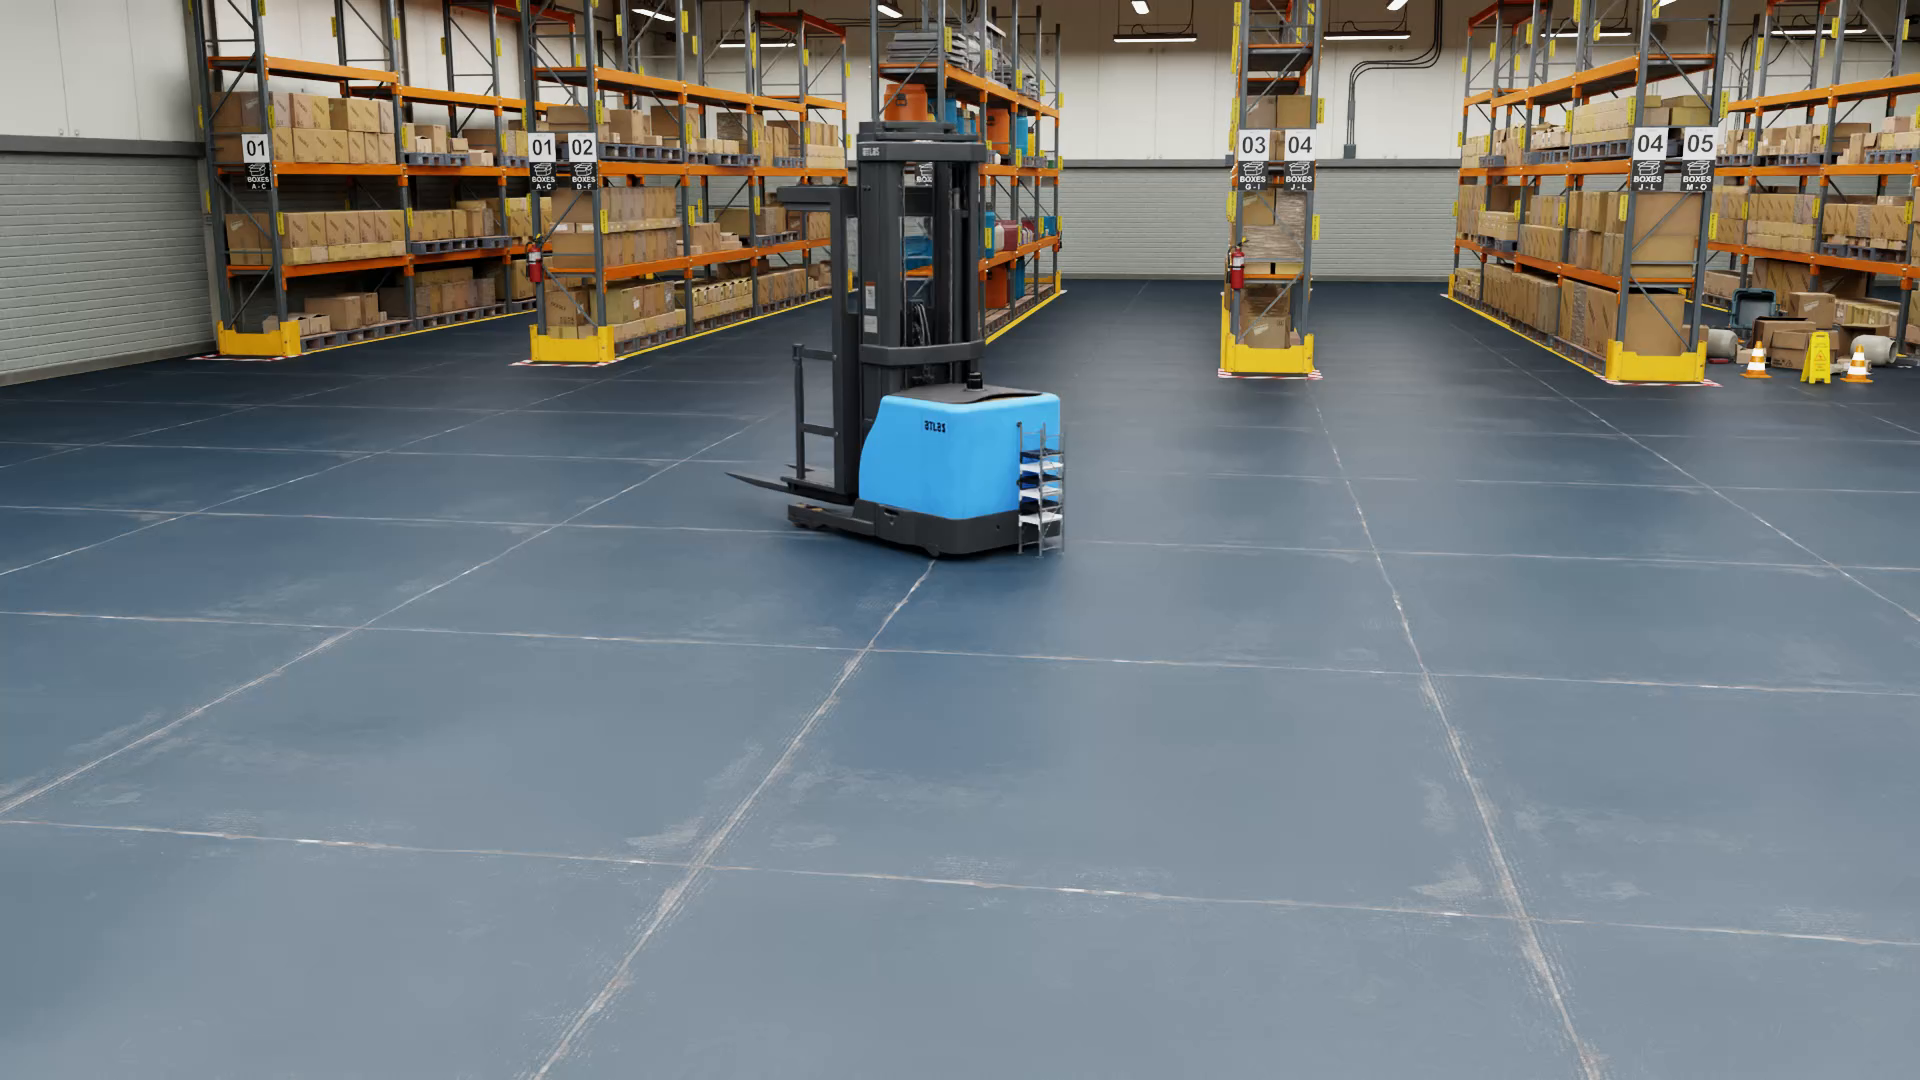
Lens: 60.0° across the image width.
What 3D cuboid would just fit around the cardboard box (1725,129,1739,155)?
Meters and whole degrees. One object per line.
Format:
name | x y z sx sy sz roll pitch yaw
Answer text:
cardboard box | 15.985 -8.118 33.953 0.500 0.500 0.500 2 12 10

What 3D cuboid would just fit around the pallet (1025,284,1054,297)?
pallet | 1.592 -5.712 37.997 1.003 0.211 1.213 2 12 9

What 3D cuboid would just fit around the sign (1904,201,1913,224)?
sign | 14.048 -4.849 24.626 0.100 0.325 0.005 2 12 9

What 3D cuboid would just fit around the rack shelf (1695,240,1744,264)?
rack shelf | 16.135 -5.996 34.403 1.077 0.370 4.000 2 12 9

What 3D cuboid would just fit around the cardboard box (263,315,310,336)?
cardboard box | -10.298 -3.278 25.420 0.500 0.311 0.500 0 12 2

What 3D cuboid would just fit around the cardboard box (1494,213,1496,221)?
cardboard box | 10.129 -5.997 30.889 0.380 0.149 0.250 2 12 11

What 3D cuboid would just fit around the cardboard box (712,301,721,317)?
cardboard box | -4.519 -4.060 29.243 0.500 0.250 0.500 1 12 7

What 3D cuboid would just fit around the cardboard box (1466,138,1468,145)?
cardboard box | 11.091 -8.569 35.737 0.380 0.149 0.250 2 12 9

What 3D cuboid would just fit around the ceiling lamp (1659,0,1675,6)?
ceiling lamp | 13.541 -11.614 30.671 0.800 3.185 2.000 2 12 9

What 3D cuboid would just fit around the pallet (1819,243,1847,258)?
pallet | 15.208 -4.853 27.847 1.213 0.211 1.003 2 12 9

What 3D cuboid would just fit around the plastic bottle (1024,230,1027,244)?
plastic bottle | 1.267 -6.079 33.374 0.152 0.276 0.135 2 12 9

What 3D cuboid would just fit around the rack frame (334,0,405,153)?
rack frame | -9.878 -8.001 27.760 1.000 3.000 0.127 2 12 9

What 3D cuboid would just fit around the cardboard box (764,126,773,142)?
cardboard box | -4.105 -7.963 33.233 0.600 0.600 0.600 1 12 6

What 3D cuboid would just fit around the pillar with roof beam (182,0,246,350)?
pillar with roof beam | -6.986 -7.203 24.055 9.100 9.000 0.400 2 12 9

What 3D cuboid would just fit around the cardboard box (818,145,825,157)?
cardboard box | -3.268 -8.512 36.422 0.500 0.250 0.500 2 12 9

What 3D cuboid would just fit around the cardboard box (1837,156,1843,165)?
cardboard box | 14.996 -6.382 27.963 0.380 0.149 0.250 2 12 9

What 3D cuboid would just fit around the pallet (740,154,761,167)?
pallet | -4.384 -6.971 30.549 1.213 0.211 1.003 2 12 11

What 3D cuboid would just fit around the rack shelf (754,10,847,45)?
rack shelf | -3.445 -11.196 36.404 1.077 0.370 4.000 2 12 9

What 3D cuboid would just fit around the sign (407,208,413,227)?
sign | -9.341 -5.476 28.226 0.100 0.325 0.005 2 12 9

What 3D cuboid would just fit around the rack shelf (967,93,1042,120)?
rack shelf | 0.834 -8.382 32.184 1.077 0.370 4.000 2 12 9

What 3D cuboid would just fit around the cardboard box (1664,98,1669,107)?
cardboard box | 9.559 -5.777 22.030 0.380 0.149 0.250 2 12 9

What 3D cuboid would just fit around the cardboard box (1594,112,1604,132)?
cardboard box | 9.108 -5.790 23.034 0.500 0.250 0.500 2 12 9

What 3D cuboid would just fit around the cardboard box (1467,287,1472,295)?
cardboard box | 10.804 -5.190 34.728 0.380 0.149 0.250 2 12 9

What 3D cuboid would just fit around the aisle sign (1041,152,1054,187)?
aisle sign | 2.057 -8.522 38.245 0.394 0.787 0.004 2 12 9

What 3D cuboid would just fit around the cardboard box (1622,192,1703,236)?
cardboard box | 9.171 -4.250 21.674 0.875 0.550 0.550 2 12 9

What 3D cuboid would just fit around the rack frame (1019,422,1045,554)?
rack frame | 0.499 -0.359 11.522 0.240 0.900 0.006 -10 16 -40

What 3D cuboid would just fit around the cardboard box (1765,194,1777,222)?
cardboard box | 15.345 -6.175 30.918 0.500 0.500 0.500 2 12 7

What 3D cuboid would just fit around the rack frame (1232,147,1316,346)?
rack frame | 4.190 -3.754 22.294 1.000 3.000 0.127 2 12 9

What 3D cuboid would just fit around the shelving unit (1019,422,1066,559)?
shelving unit | 0.566 -0.343 11.447 0.258 0.900 0.210 -10 16 -40

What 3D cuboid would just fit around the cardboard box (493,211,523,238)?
cardboard box | -8.935 -6.198 32.642 0.500 0.500 0.500 2 12 10

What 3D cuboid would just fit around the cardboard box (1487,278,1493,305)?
cardboard box | 10.466 -4.799 32.076 0.500 0.500 0.500 2 12 11

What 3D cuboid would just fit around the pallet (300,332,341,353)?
pallet | -10.322 -3.056 25.675 1.003 0.211 1.213 2 12 9

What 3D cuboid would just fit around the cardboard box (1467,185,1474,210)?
cardboard box | 10.957 -7.182 34.884 0.500 0.500 0.500 1 12 7

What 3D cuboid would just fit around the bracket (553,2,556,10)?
bracket | -8.980 -11.675 36.262 0.235 0.232 0.430 2 12 9

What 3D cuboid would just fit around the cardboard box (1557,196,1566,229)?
cardboard box | 9.838 -5.154 26.176 0.700 0.500 0.500 2 12 8

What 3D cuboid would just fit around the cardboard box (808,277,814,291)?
cardboard box | -3.474 -5.555 35.988 0.500 0.311 0.500 2 12 9

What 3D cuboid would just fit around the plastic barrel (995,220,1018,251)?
plastic barrel | 0.754 -5.540 30.258 0.600 0.536 0.708 2 12 9

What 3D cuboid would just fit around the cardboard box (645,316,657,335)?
cardboard box | -5.063 -3.354 25.966 0.500 0.250 0.500 2 12 9

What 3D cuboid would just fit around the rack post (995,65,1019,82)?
rack post | 0.597 -8.628 30.848 0.954 0.300 0.937 2 12 9

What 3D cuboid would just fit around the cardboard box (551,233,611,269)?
cardboard box | -5.513 -4.222 24.225 0.700 0.500 0.500 2 12 9

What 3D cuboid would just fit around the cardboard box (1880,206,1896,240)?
cardboard box | 14.517 -4.872 25.542 0.500 0.500 0.500 2 12 9

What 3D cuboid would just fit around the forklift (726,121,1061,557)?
forklift | -0.642 -1.568 12.310 1.130 2.935 3.031 -11 16 -41

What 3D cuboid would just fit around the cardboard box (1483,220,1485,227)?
cardboard box | 10.329 -6.124 32.181 0.380 0.149 0.250 2 12 10

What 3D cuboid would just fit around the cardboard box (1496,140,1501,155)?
cardboard box | 10.578 -7.522 31.872 0.500 0.311 0.500 2 12 8

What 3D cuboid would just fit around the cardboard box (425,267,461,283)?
cardboard box | -9.546 -4.885 30.652 0.500 0.250 0.500 2 12 8

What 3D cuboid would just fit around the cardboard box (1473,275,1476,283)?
cardboard box | 10.750 -5.362 34.112 0.380 0.149 0.250 2 12 8

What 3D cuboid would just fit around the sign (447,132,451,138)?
sign | -9.810 -7.679 31.968 0.100 0.325 0.005 2 12 9

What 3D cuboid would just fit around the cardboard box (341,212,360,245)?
cardboard box | -9.884 -4.946 26.353 0.500 0.500 0.500 2 12 10

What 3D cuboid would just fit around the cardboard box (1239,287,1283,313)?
cardboard box | 5.264 -4.157 29.051 0.700 0.500 0.500 1 12 4

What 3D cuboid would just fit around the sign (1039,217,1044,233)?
sign | 1.685 -6.530 34.516 0.100 0.325 0.005 2 12 9

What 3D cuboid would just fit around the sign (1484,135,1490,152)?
sign | 10.384 -7.806 32.746 0.100 0.325 0.005 2 12 9

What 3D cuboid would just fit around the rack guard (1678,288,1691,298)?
rack guard | 16.447 -5.547 36.545 1.175 0.500 0.348 2 12 9

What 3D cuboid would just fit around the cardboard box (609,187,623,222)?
cardboard box | -5.430 -4.977 24.649 0.700 0.500 0.500 2 12 7

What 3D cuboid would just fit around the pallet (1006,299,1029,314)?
pallet | 0.796 -4.636 33.003 1.003 0.211 1.213 2 12 9

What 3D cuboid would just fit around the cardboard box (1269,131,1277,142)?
cardboard box | 4.080 -5.461 22.501 0.380 0.149 0.250 1 12 7
